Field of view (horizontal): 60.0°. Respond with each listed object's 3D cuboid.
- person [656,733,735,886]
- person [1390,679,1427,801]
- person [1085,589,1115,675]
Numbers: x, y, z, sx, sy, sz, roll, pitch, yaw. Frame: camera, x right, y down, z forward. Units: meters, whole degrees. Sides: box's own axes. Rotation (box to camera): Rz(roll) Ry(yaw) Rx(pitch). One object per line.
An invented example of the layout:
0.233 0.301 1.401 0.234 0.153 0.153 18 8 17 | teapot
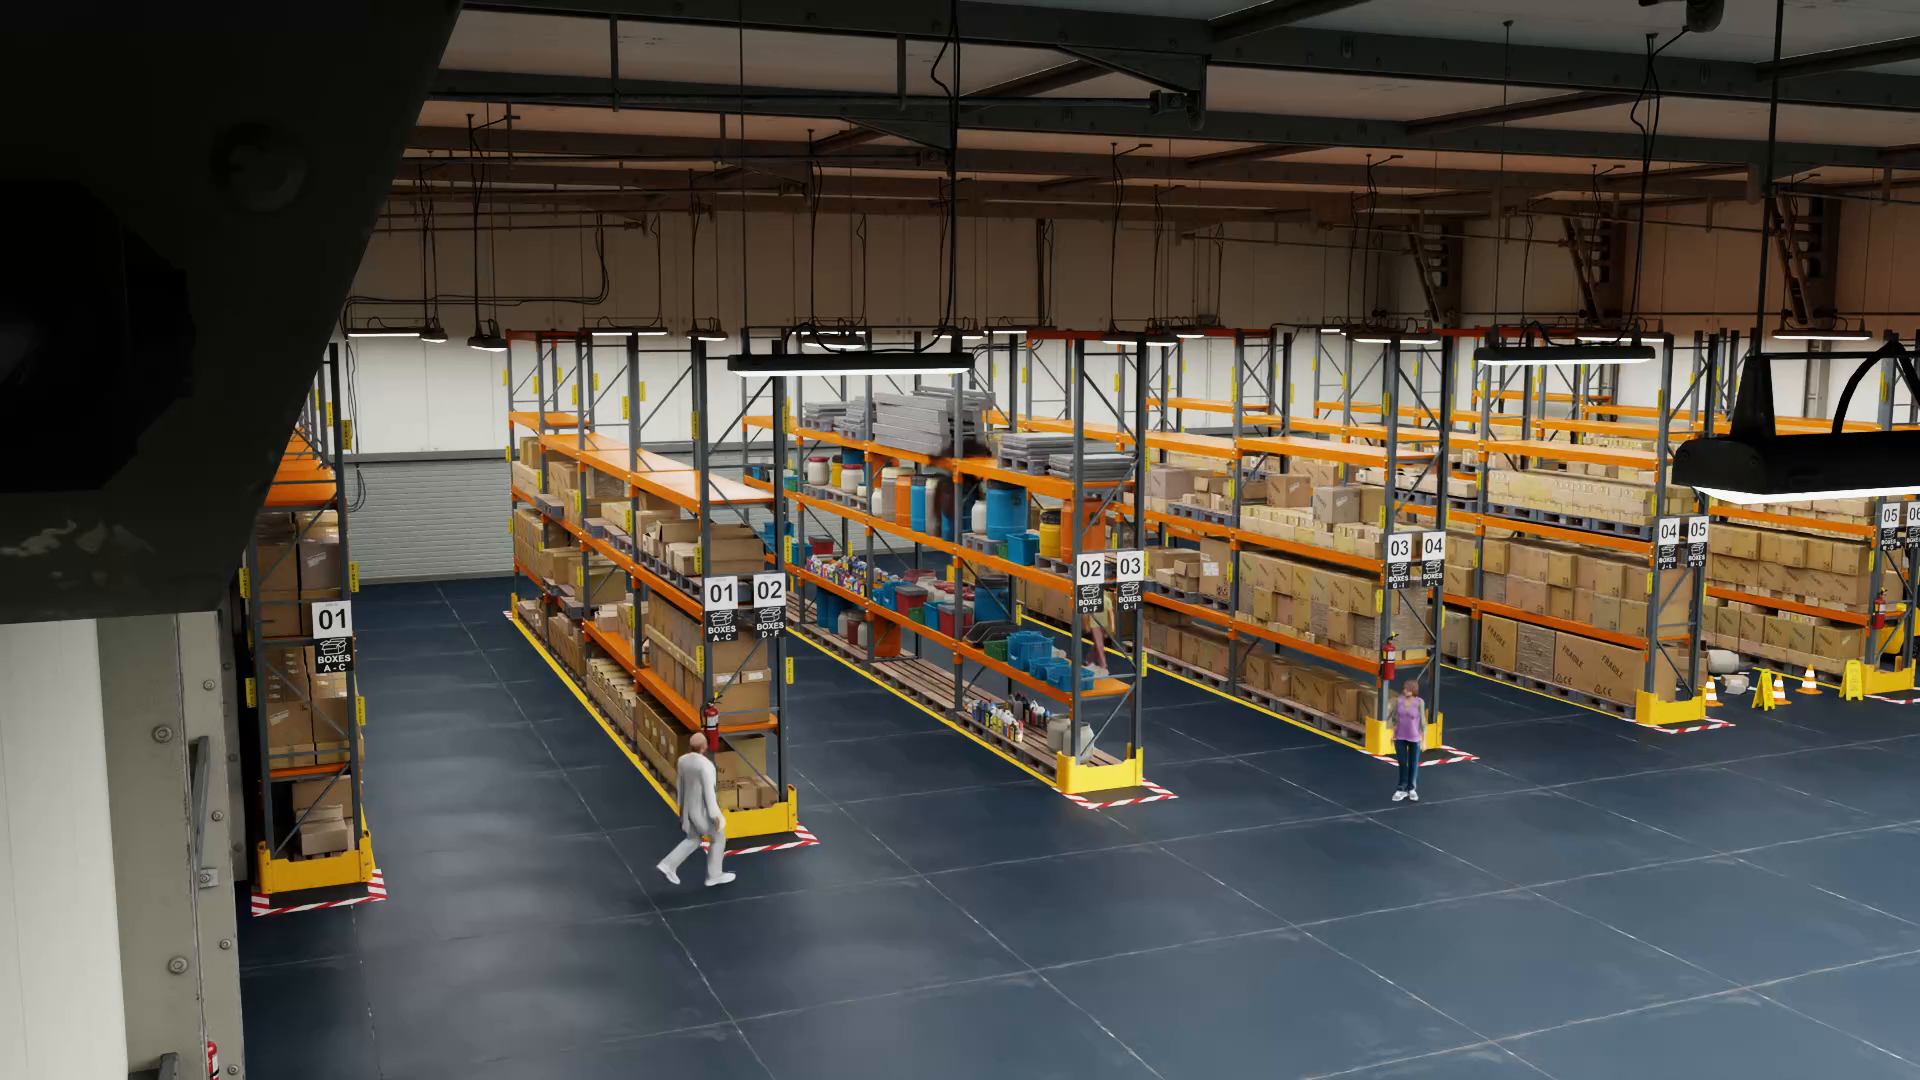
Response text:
-2.900 2.981 18.308 0.891 1.741 0.651 -7 10 -41 | person
5.856 2.623 21.690 0.481 1.588 0.357 4 9 26 | person
2.493 1.536 29.319 0.430 1.610 1.039 -4 9 -25 | person
